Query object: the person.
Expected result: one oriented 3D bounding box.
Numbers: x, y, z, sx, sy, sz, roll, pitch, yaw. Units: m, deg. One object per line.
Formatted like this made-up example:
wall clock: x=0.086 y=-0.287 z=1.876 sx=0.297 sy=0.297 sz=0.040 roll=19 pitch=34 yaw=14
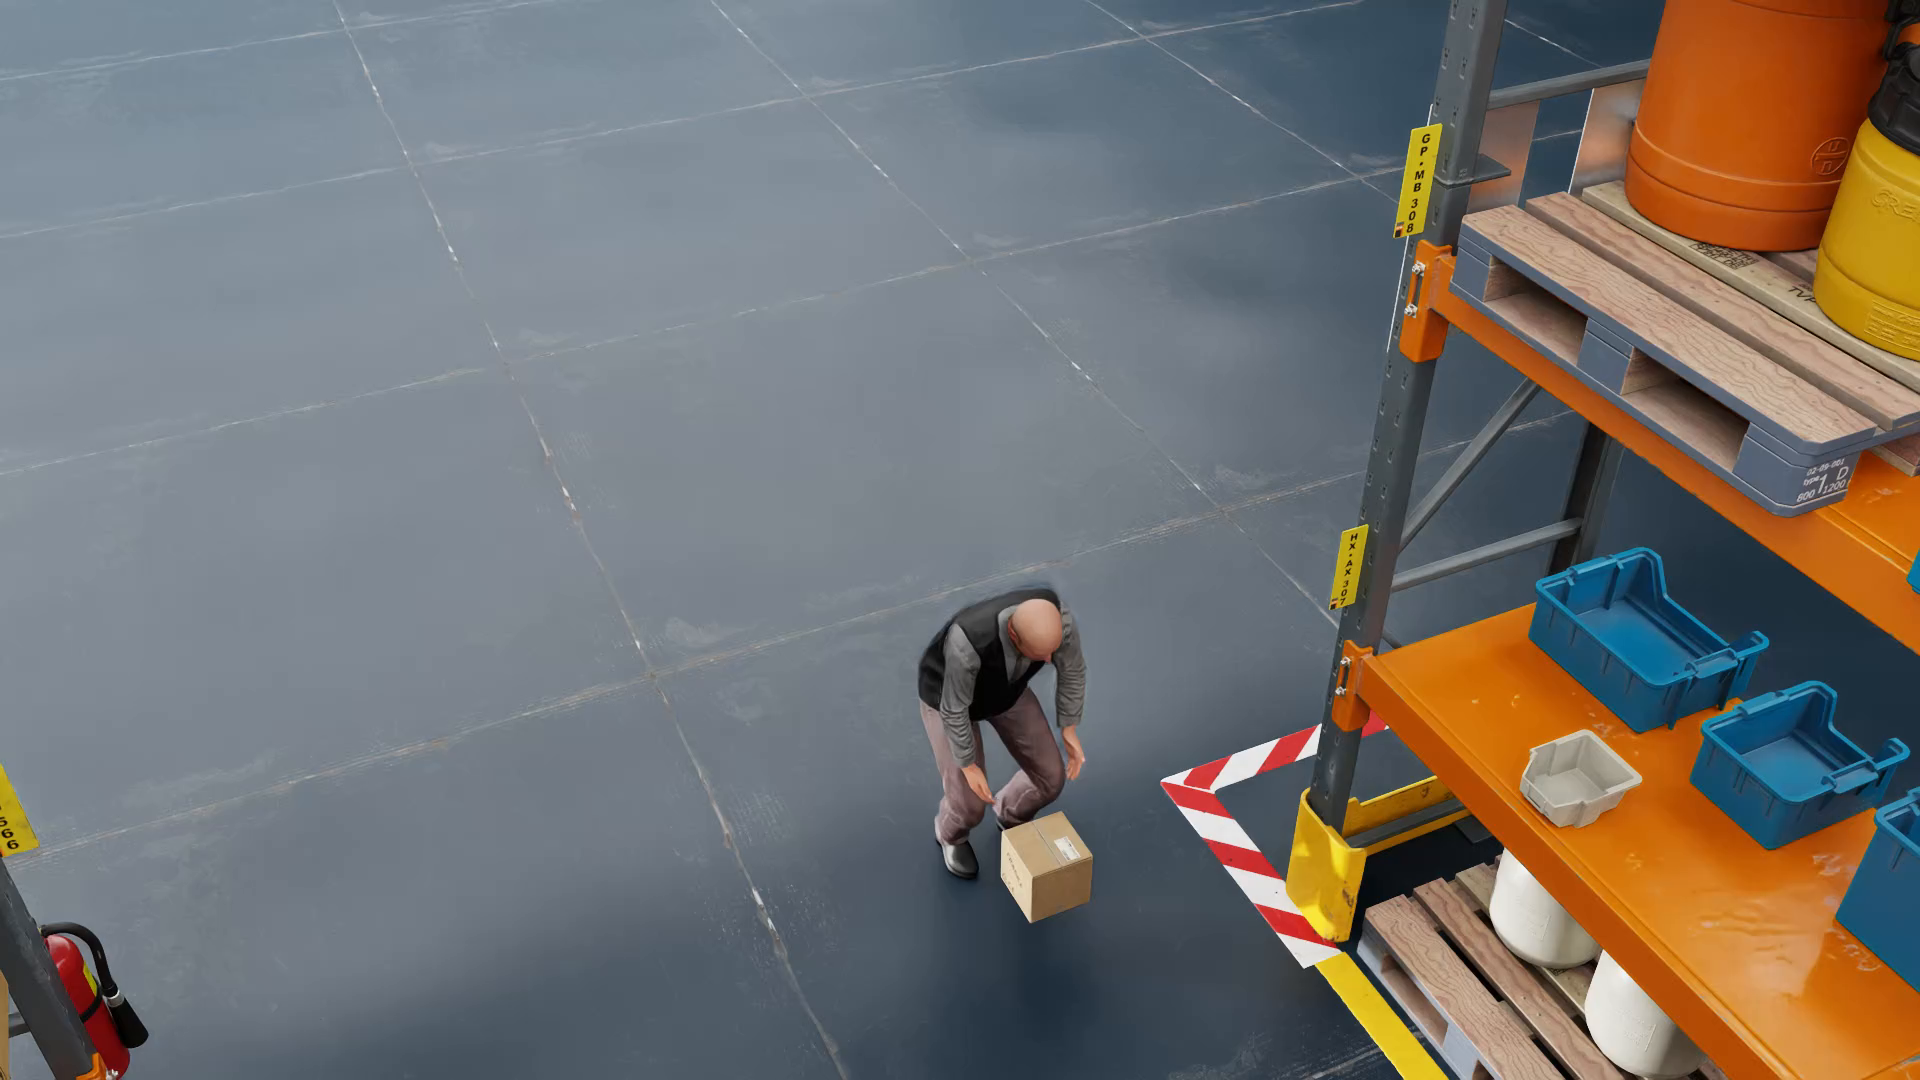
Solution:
person: x=0.157 y=0.658 z=6.248 sx=0.591 sy=1.434 sz=0.689 roll=-16 pitch=40 yaw=-20
